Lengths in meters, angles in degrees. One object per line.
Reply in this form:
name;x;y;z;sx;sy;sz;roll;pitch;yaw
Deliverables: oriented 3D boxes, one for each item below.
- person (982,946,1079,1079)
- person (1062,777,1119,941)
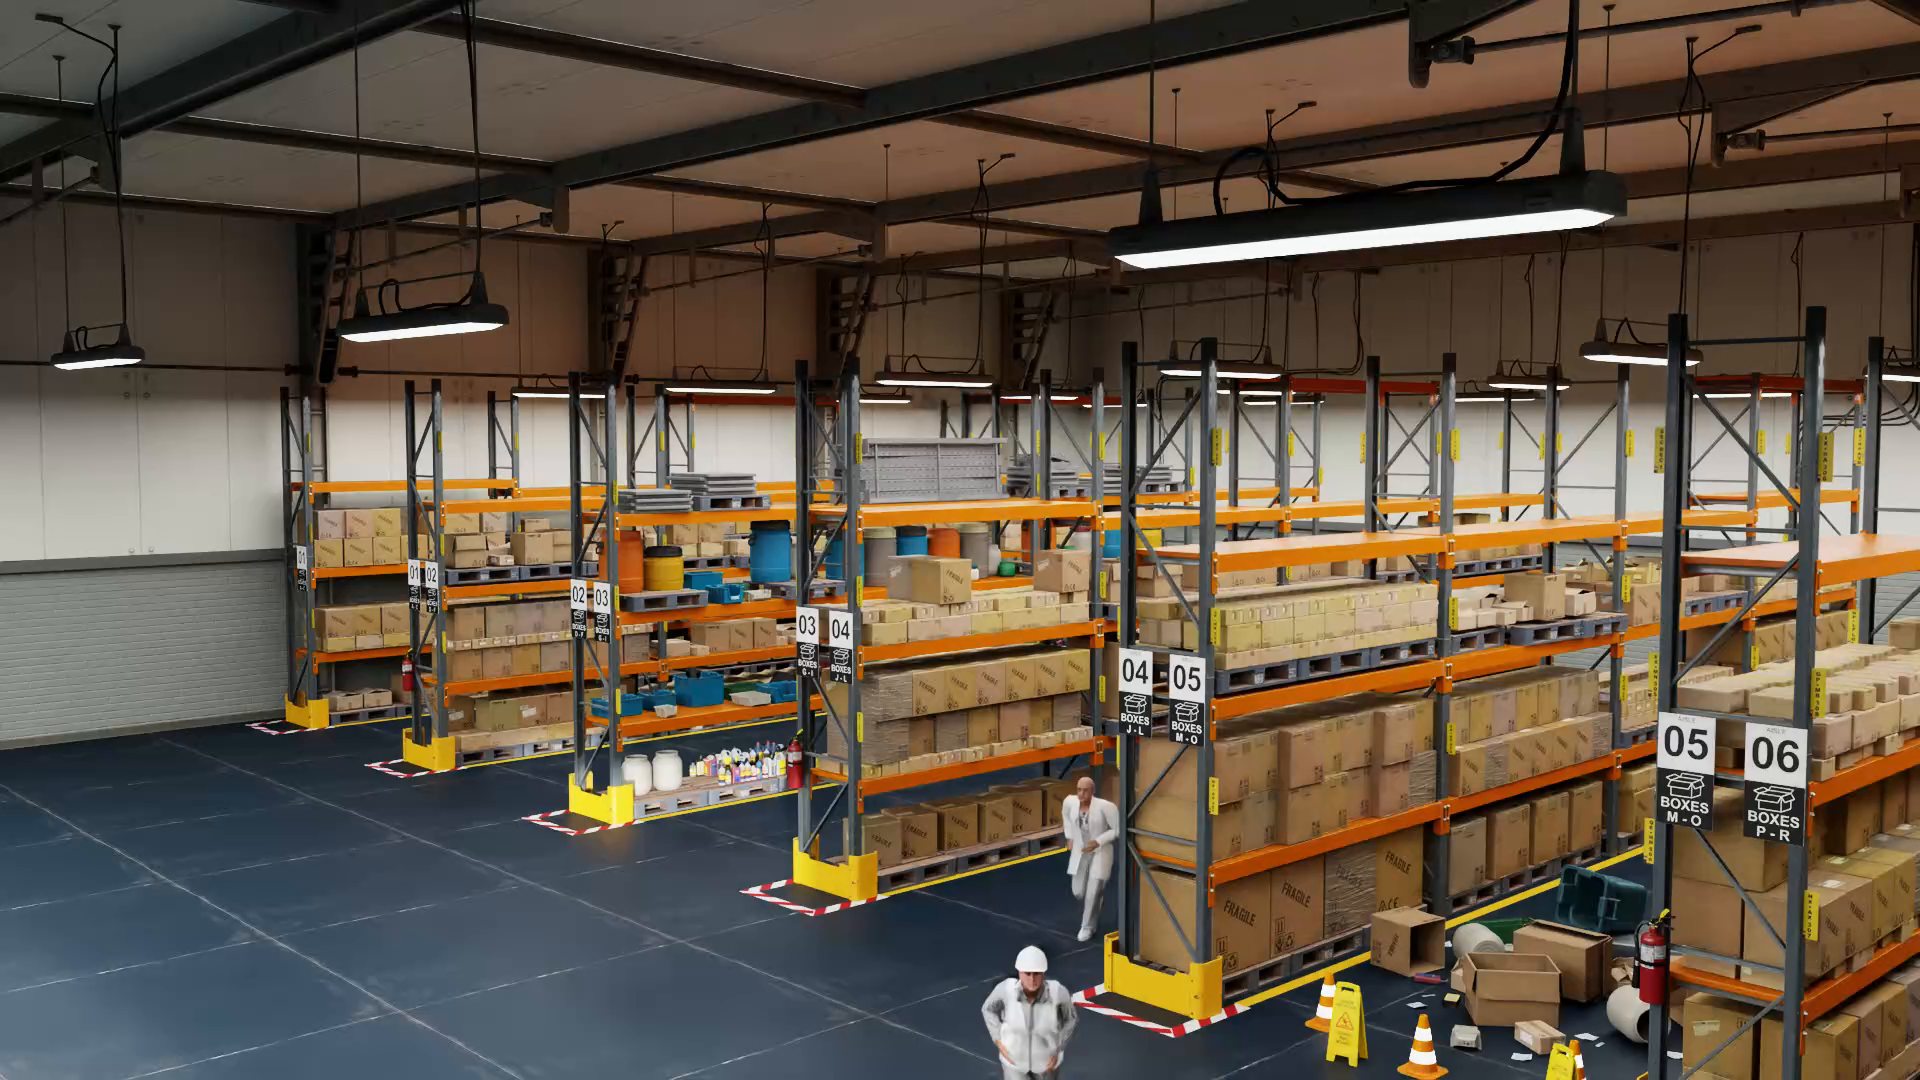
person;0.484;3.596;11.495;0.665;1.770;0.917;0;4;3
person;1.347;3.237;17.047;0.696;1.703;0.785;1;4;22
